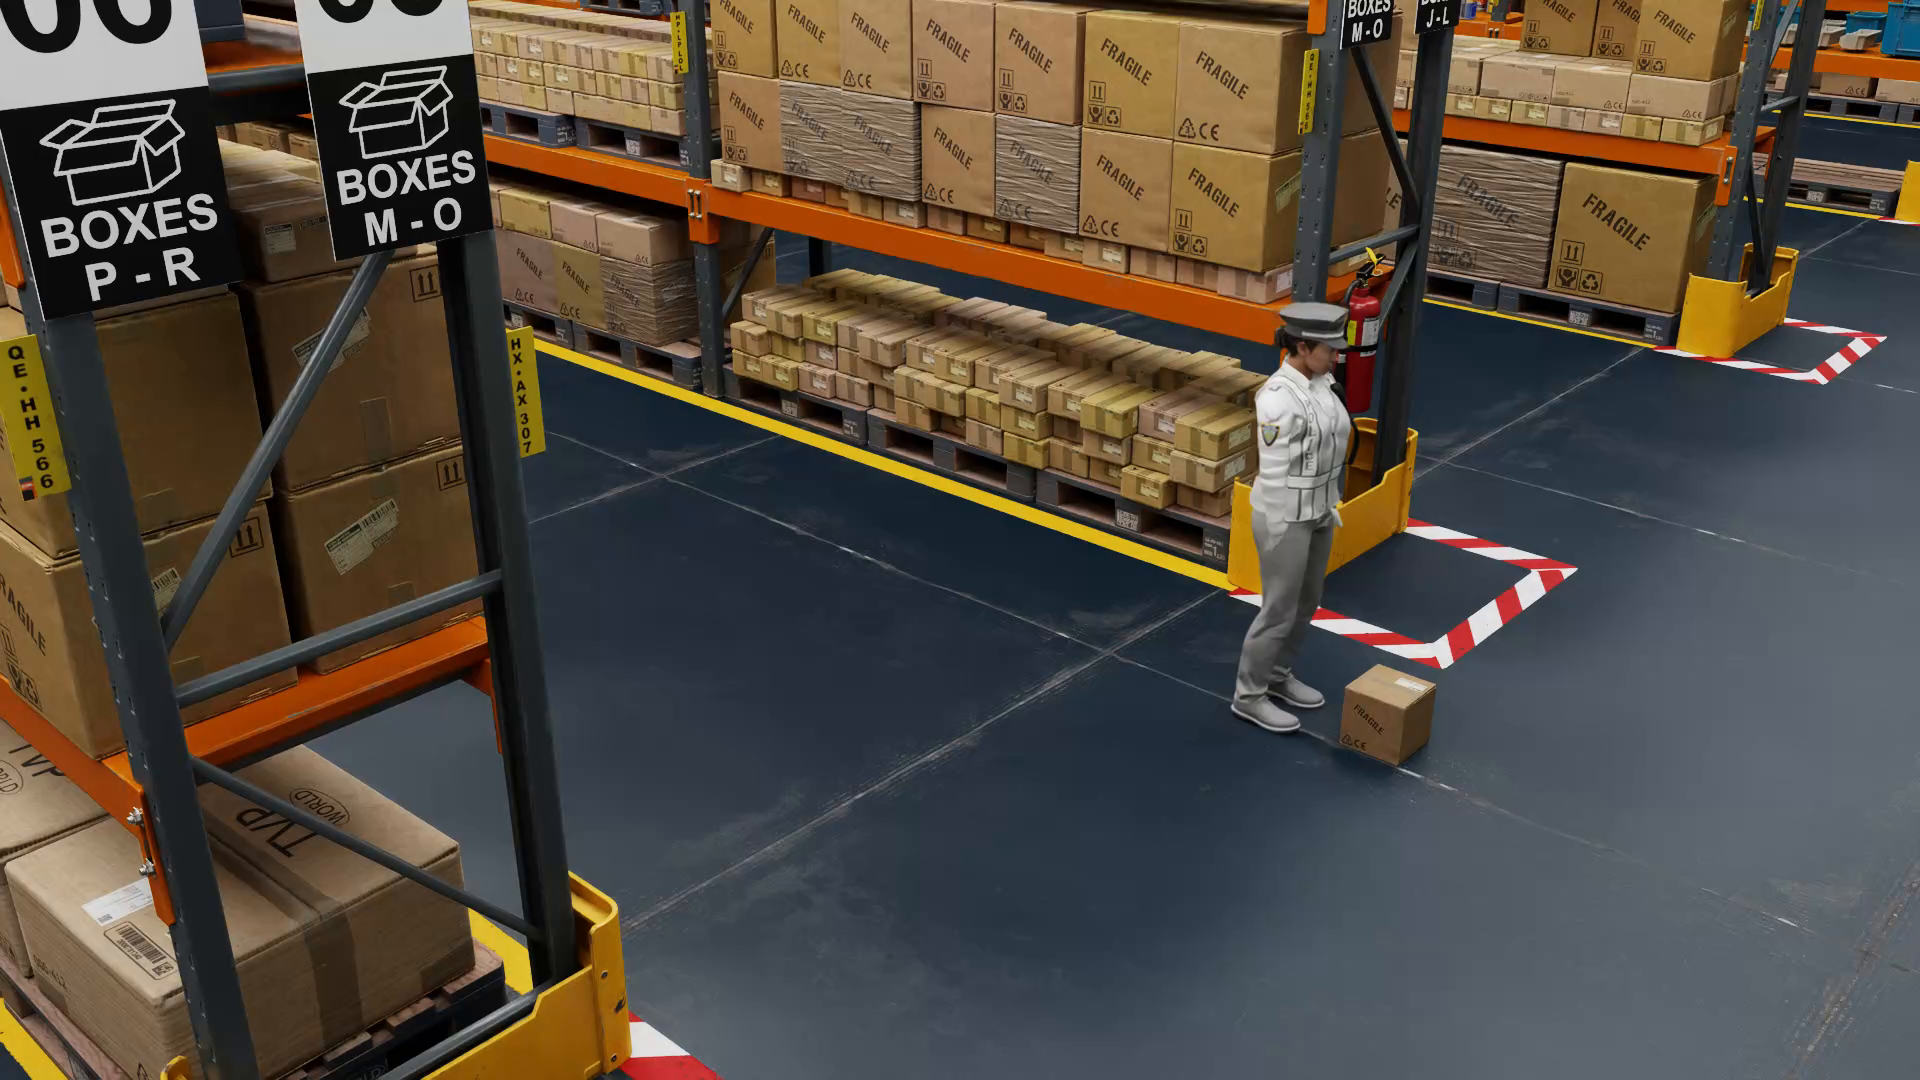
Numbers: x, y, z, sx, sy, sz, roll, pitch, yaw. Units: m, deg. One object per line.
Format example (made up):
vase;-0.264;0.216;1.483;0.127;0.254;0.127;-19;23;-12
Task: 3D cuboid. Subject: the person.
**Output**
person;1.283;-0.089;6.306;0.328;1.662;0.469;17;29;33
